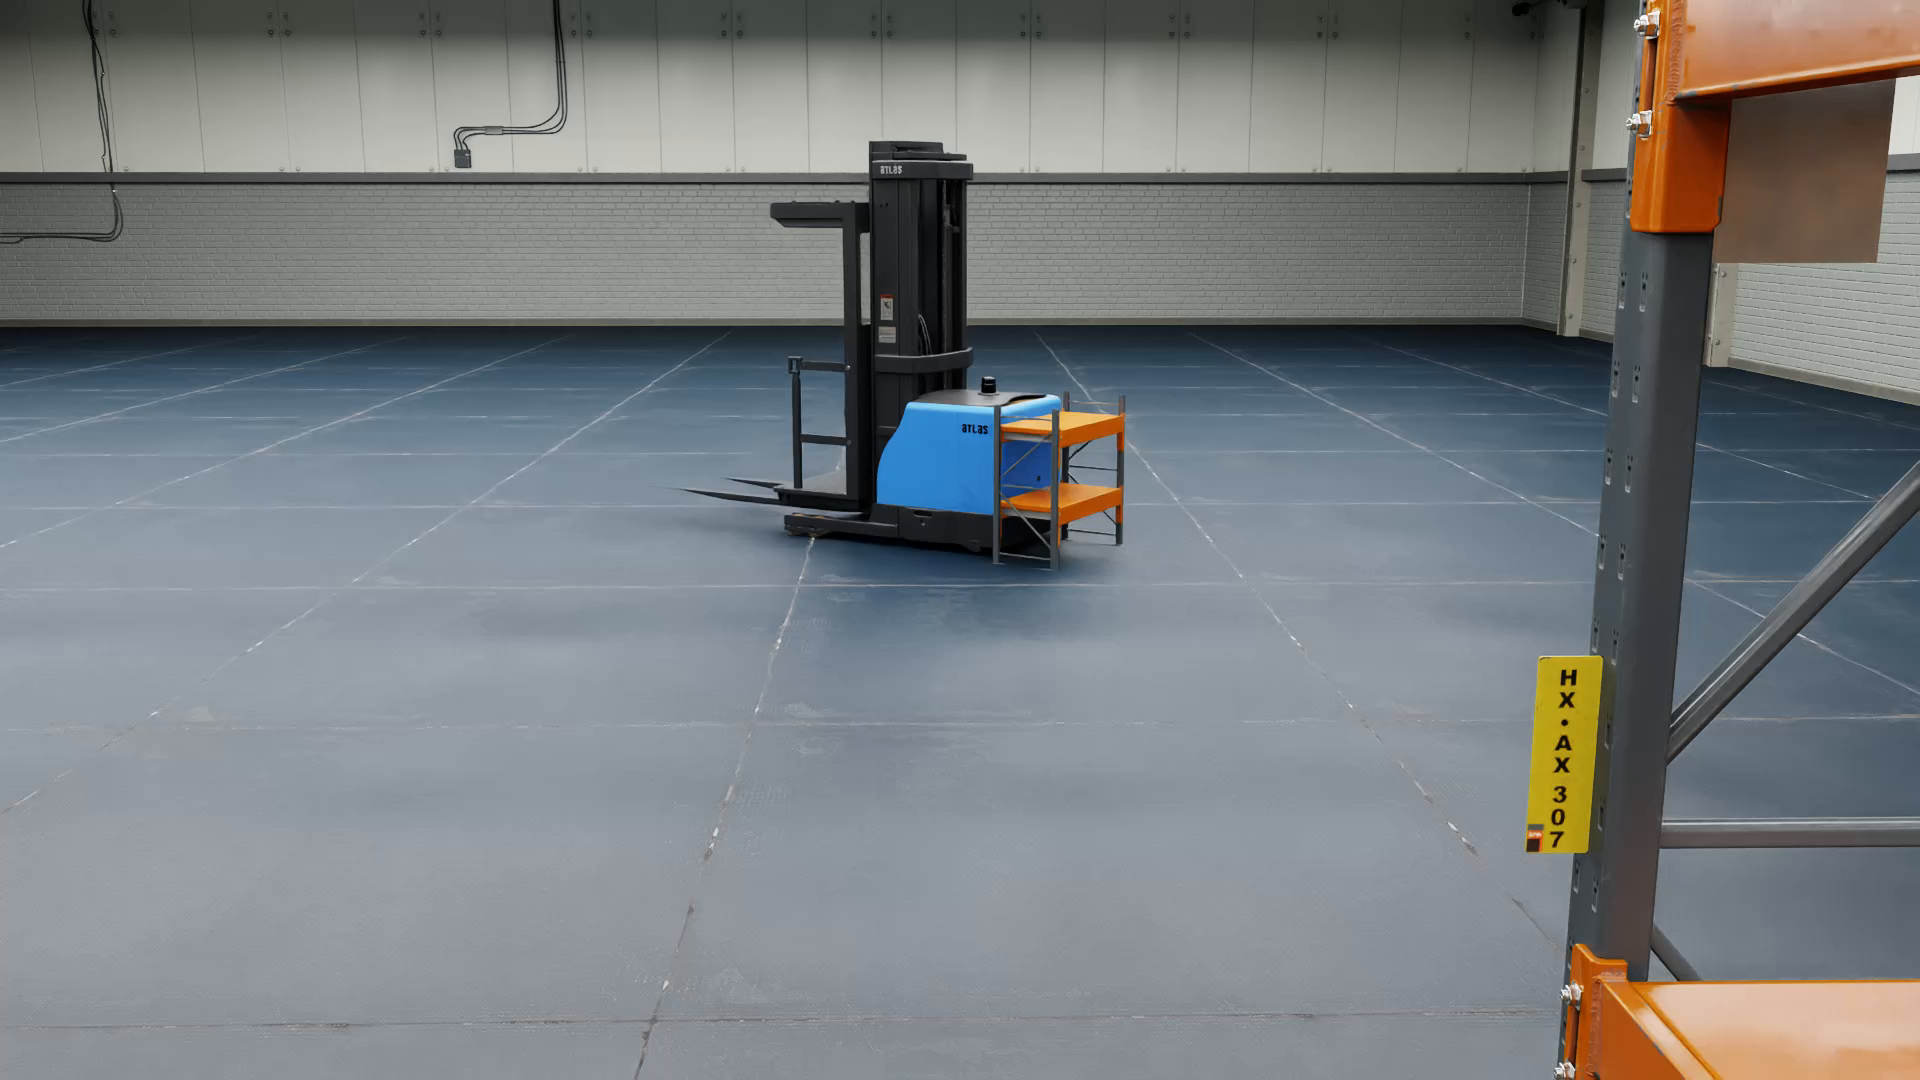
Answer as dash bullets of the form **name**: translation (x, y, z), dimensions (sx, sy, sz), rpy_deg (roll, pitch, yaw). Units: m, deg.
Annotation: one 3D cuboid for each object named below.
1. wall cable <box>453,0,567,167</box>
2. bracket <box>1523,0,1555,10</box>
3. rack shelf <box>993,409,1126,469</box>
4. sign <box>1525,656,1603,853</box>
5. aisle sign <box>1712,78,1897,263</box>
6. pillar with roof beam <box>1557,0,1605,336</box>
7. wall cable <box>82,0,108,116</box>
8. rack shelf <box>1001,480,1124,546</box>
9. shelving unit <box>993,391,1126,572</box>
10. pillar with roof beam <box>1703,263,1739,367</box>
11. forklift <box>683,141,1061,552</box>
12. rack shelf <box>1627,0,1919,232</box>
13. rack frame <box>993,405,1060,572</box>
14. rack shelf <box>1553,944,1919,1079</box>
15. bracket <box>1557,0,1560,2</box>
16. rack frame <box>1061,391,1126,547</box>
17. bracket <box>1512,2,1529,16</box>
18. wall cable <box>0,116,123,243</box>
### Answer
- **wall cable**: translation (-9.070, -10.497, 33.114), dimensions (2.305, 6.003, 0.169), rpy_deg (0, 11, -1)
- **bracket**: translation (11.270, -10.532, 32.785), dimensions (0.076, 0.066, 3.189), rpy_deg (0, 11, -1)
- **rack shelf**: translation (0.720, -0.732, 11.865), dimensions (0.538, 0.278, 1.000), rpy_deg (7, 13, 31)
- **sign**: translation (0.956, 0.342, 2.635), dimensions (0.100, 0.325, 0.005), rpy_deg (0, 11, -1)
- **aisle sign**: translation (1.212, -0.811, 2.475), dimensions (0.394, 0.787, 0.004), rpy_deg (0, 11, -1)
- **pillar with roof beam**: translation (7.367, -8.315, 30.913), dimensions (9.100, 9.000, 0.548), rpy_deg (0, 11, -1)
- **wall cable**: translation (-15.857, -9.759, 33.137), dimensions (3.097, 2.526, 0.112), rpy_deg (0, 11, -1)
- **rack shelf**: translation (0.720, -0.205, 11.971), dimensions (0.538, 0.278, 1.000), rpy_deg (7, 13, 31)
- **shelving unit**: translation (0.720, -0.445, 11.923), dimensions (0.538, 1.125, 1.048), rpy_deg (7, 13, 31)
- **pillar with roof beam**: translation (7.491, -7.122, 25.034), dimensions (9.100, 9.000, 0.400), rpy_deg (0, 11, -1)
- **forklift**: translation (-0.762, -1.538, 12.766), dimensions (3.031, 2.935, 1.130), rpy_deg (6, 13, 29)
- **rack shelf**: translation (1.548, -0.244, 0.483), dimensions (1.077, 0.370, 4.000), rpy_deg (0, 11, -1)
- **rack frame**: translation (0.455, -0.359, 11.498), dimensions (0.500, 1.125, 0.032), rpy_deg (7, 13, 31)
- **rack shelf**: translation (1.548, 1.226, 0.781), dimensions (1.077, 0.370, 4.000), rpy_deg (0, 11, -1)
- **bracket**: translation (11.307, -10.178, 31.041), dimensions (0.235, 0.232, 0.430), rpy_deg (0, 11, -1)
- **rack frame**: translation (0.986, -0.531, 12.347), dimensions (0.500, 1.125, 0.032), rpy_deg (7, 13, 31)
- **bracket**: translation (11.258, -10.649, 33.363), dimensions (0.235, 0.232, 0.430), rpy_deg (0, 11, -1)
- **wall cable**: translation (-18.561, -7.273, 33.584), dimensions (3.097, 2.526, 0.112), rpy_deg (0, 11, -1)
